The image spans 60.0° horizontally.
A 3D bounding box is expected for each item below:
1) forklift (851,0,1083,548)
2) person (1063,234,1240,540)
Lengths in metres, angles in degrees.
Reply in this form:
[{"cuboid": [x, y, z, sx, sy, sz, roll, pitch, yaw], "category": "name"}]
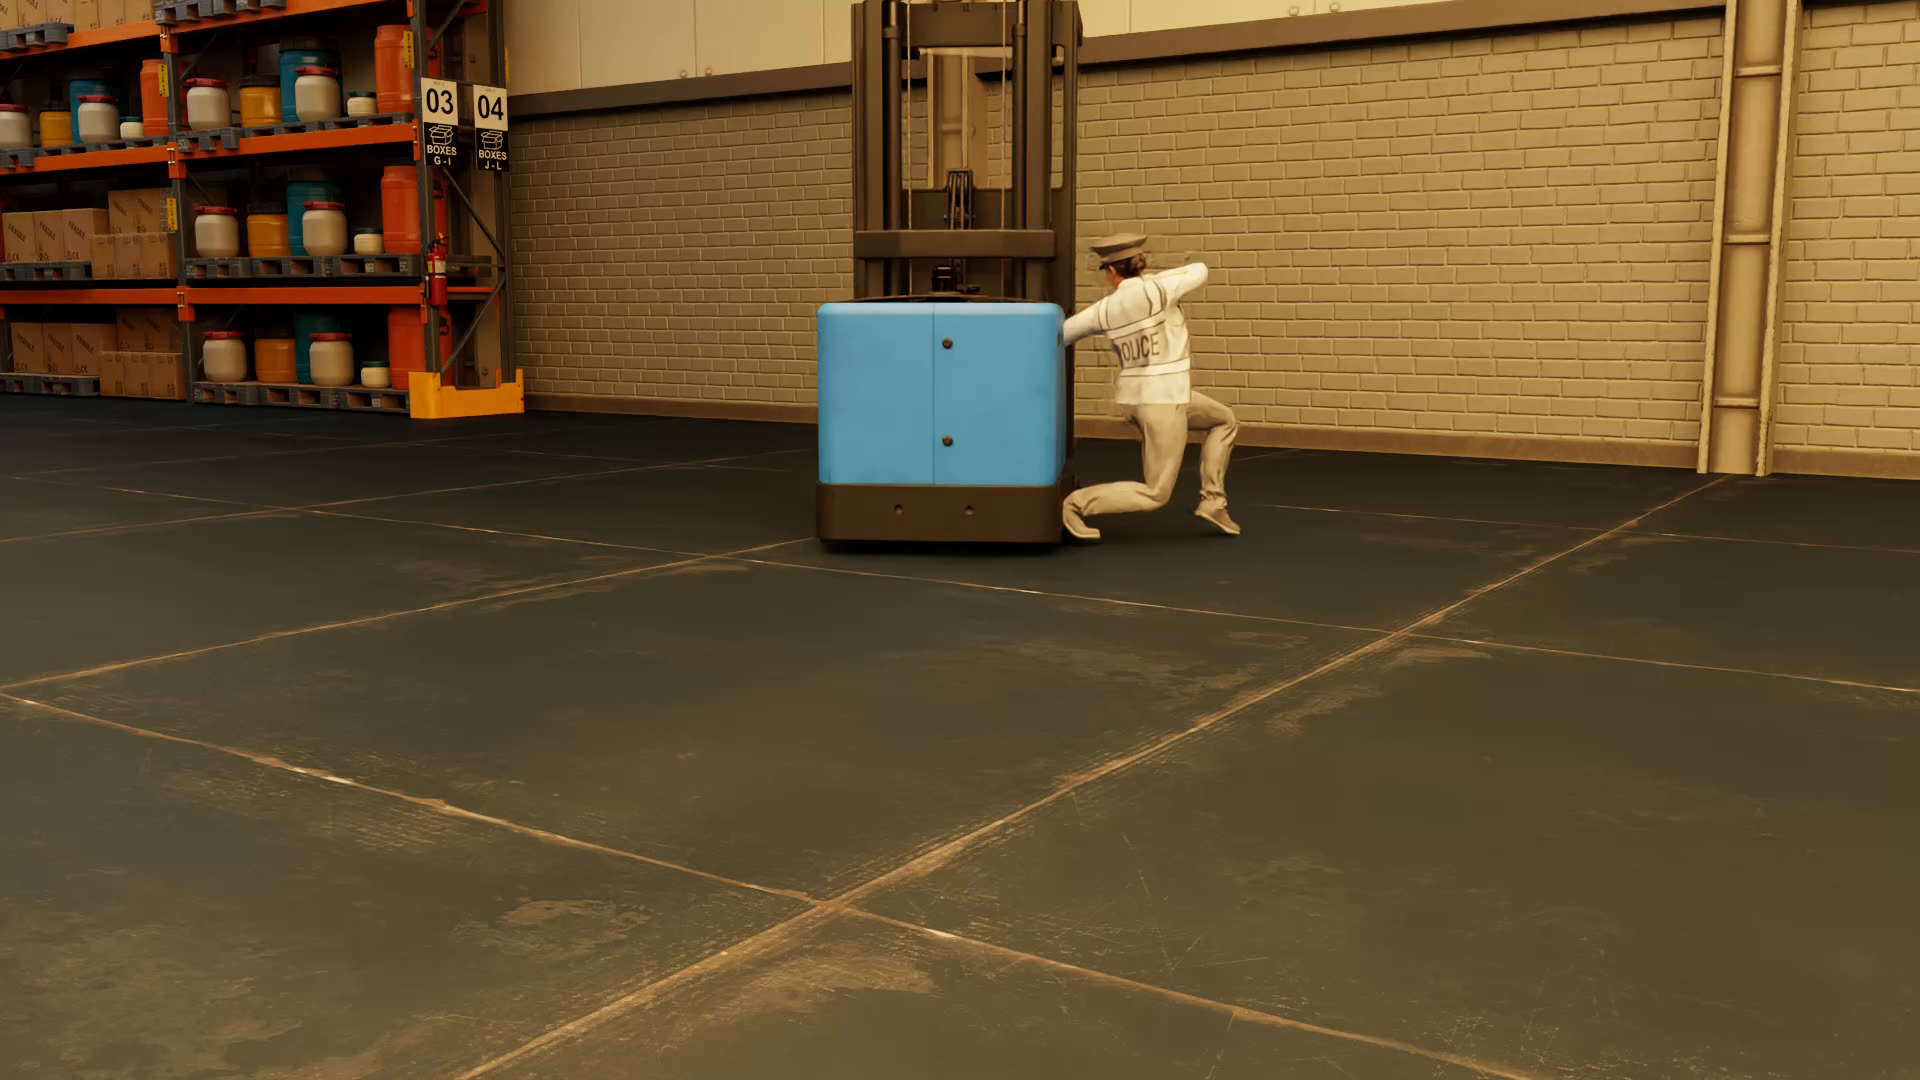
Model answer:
[{"cuboid": [0.052, -1.586, 8.343, 1.121, 2.935, 3.031, 1, 8, 6], "category": "forklift"}, {"cuboid": [0.778, -0.703, 7.651, 0.953, 1.378, 0.823, -4, 9, -27], "category": "person"}]
